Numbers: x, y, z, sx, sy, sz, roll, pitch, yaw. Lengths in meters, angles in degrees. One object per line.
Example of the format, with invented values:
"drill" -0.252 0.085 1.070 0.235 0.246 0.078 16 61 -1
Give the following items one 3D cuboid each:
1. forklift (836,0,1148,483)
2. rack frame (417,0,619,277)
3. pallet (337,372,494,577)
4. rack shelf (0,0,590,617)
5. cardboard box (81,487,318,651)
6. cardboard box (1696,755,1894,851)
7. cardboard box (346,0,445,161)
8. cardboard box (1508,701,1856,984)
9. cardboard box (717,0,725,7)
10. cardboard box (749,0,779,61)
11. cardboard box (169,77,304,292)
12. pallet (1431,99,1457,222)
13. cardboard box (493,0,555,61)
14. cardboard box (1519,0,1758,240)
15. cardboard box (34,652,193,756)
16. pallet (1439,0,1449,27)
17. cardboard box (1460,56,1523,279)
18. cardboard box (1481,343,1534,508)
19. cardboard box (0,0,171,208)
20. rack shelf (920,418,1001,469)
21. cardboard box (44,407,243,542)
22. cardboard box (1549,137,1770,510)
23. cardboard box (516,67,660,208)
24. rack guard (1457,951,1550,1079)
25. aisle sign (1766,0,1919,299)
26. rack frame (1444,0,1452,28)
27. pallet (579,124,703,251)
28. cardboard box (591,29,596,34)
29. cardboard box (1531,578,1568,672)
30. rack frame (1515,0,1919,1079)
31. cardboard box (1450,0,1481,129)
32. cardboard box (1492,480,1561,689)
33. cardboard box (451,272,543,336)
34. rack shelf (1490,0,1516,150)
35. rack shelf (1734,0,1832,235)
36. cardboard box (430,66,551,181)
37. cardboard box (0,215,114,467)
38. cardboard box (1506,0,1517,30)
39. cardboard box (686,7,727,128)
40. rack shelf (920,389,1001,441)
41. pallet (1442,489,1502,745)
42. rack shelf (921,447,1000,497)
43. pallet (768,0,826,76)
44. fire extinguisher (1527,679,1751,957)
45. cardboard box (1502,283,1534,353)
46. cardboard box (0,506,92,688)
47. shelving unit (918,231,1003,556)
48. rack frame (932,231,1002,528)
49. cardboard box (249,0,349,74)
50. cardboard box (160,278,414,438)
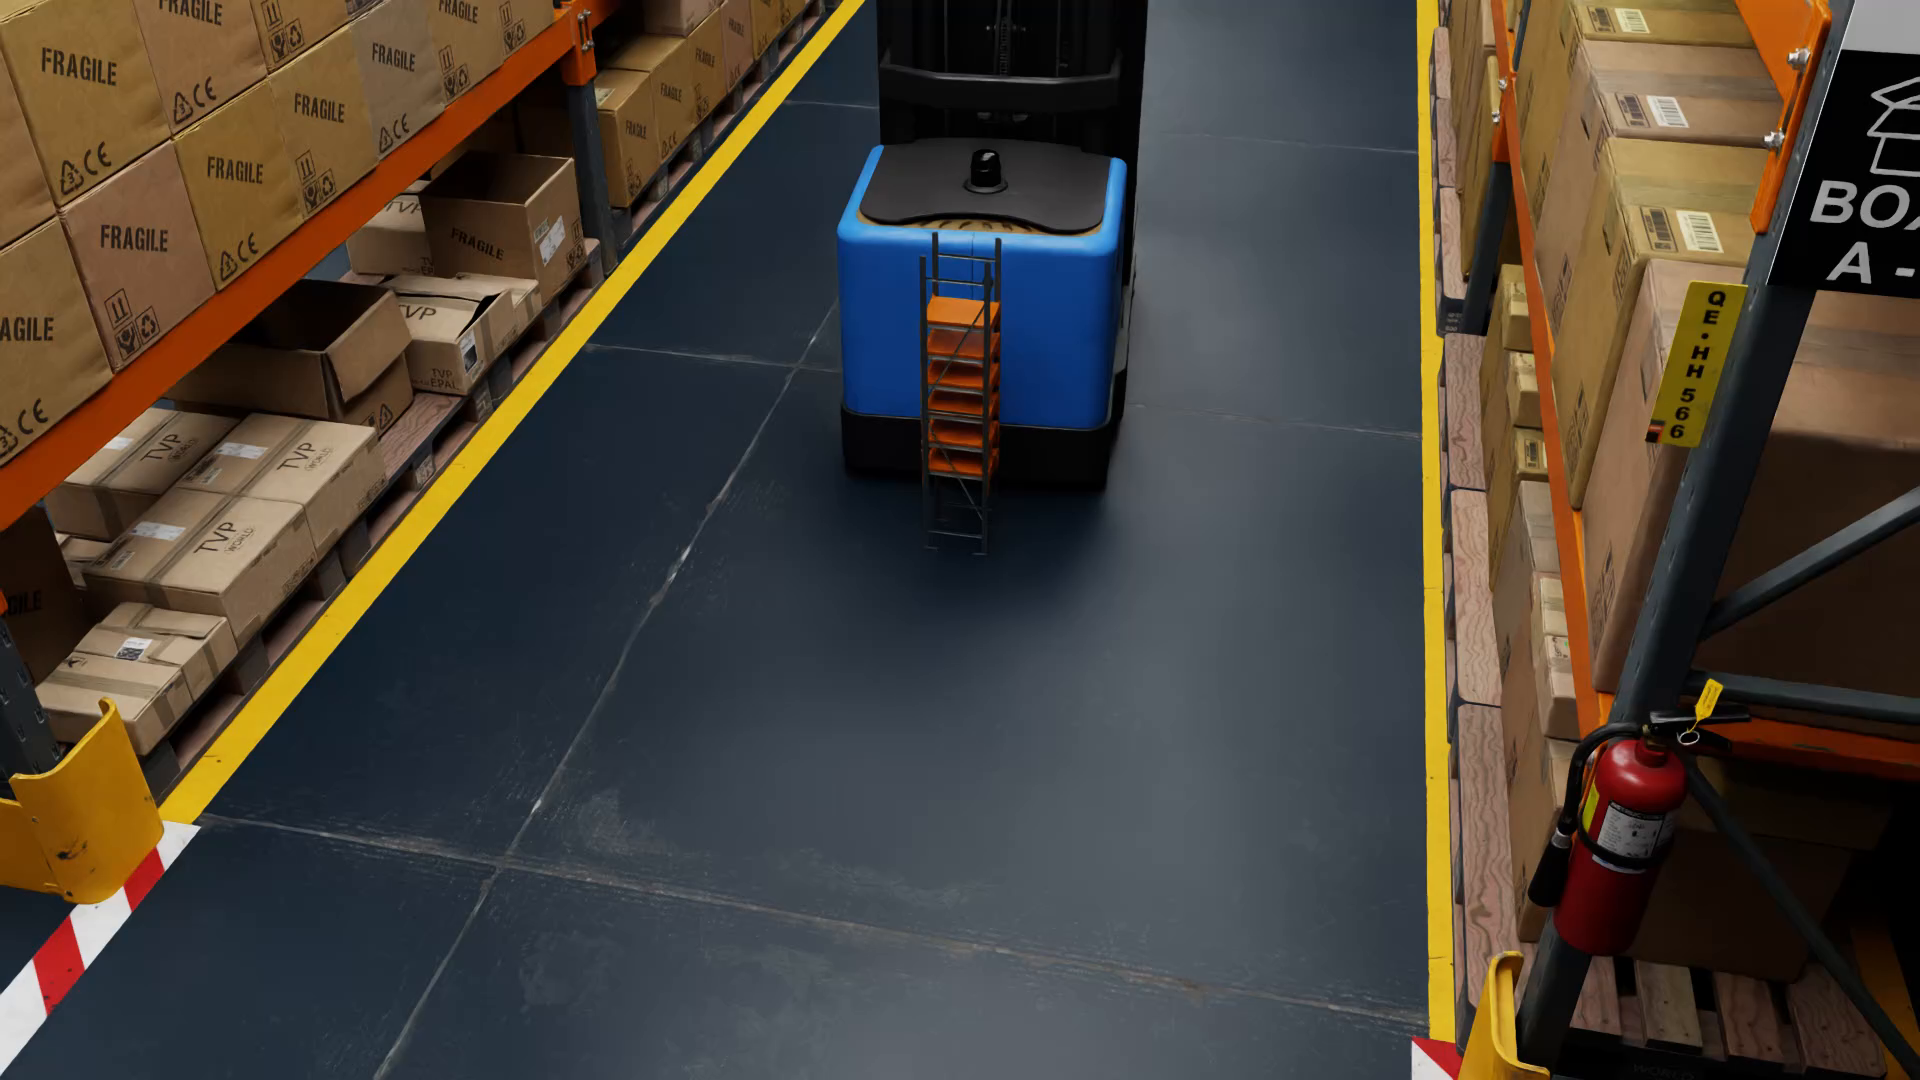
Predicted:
"forklift" 0.240 -2.262 6.873 1.130 2.935 3.031 4 36 6
"rack frame" -2.163 -2.576 7.248 1.000 3.000 0.127 7 37 10
"pallet" -2.569 -0.352 6.556 1.003 0.211 1.213 7 37 10
"rack shelf" -2.590 -1.138 5.878 1.077 0.370 4.000 7 37 10
"cardboard box" -2.517 0.089 5.539 0.500 0.250 0.500 7 37 10
"cardboard box" 2.044 0.598 4.088 0.380 0.149 0.250 8 37 10
"cardboard box" -2.235 -1.707 5.965 0.500 0.500 0.500 8 37 11
"cardboard box" 1.875 0.764 4.412 0.700 0.500 0.500 7 37 10
"cardboard box" -1.501 -3.154 9.161 0.500 0.250 0.500 7 36 9
"cardboard box" -1.390 -3.173 9.827 0.500 0.500 0.500 6 36 8
"cardboard box" -2.450 -1.129 5.166 0.500 0.500 0.500 7 37 10
"pallet" 3.027 -1.982 8.804 1.003 0.211 1.213 7 37 10
"cardboard box" -2.019 -2.298 6.779 0.500 0.500 0.500 8 37 11
"cardboard box" 2.384 -1.352 5.304 0.980 0.700 0.700 6 36 9
"cardboard box" -2.592 0.496 5.064 0.380 0.149 0.250 7 37 10
"pallet" 3.700 -3.569 10.995 1.003 0.211 1.213 7 37 10
"cardboard box" 2.689 -1.646 7.439 0.750 0.750 0.750 8 37 11
"cardboard box" 2.307 -0.412 6.034 0.700 0.500 0.500 7 37 9
"cardboard box" -2.560 -1.250 4.482 0.500 0.500 0.500 8 37 10
"rack shelf" 0.003 -0.361 6.006 0.258 0.103 0.180 7 37 10
"cardboard box" -2.909 -0.231 5.981 0.500 0.250 0.500 7 37 10
"cardboard box" 2.067 -0.498 4.125 0.980 0.700 0.700 7 37 10
"cardboard box" -1.821 -1.989 8.193 0.500 0.500 0.500 6 36 8
"rack guard" 1.818 1.362 3.945 1.175 0.500 0.348 7 37 10
"aisle sign" 1.515 -0.713 2.463 0.394 0.787 0.004 7 37 10
"rack frame" 3.532 -4.251 9.559 1.000 3.000 0.127 7 37 10
"pallet" -2.026 -1.918 8.717 1.003 0.211 1.213 7 37 10
"cardboard box" -2.116 -2.631 9.079 0.500 0.500 0.500 8 37 11
"cardboard box" 1.778 0.258 4.557 0.380 0.149 0.250 8 37 11
"rack frame" 1.820 0.335 3.231 0.949 2.616 0.053 7 37 10
"cardboard box" 3.053 -2.644 8.816 0.750 0.750 0.750 7 37 10
"cardboard box" 2.088 0.189 5.206 0.700 0.500 0.500 6 36 8
"cardboard box" -2.029 -1.015 7.149 0.380 0.149 0.250 7 37 10
"rack shelf" 3.105 -2.813 8.188 1.077 0.370 4.000 7 37 10
"rack shelf" 2.250 -1.734 4.144 1.077 0.370 4.000 7 37 10
"cardboard box" -2.337 -2.061 8.293 0.500 0.500 0.500 7 37 10
"cardboard box" -2.665 -0.545 4.360 0.500 0.500 0.500 8 37 11
"cardboard box" 2.504 -2.241 6.983 0.380 0.149 0.250 8 37 11
"cardboard box" -1.604 -2.582 9.011 0.500 0.500 0.500 8 37 11
"rack shelf" 0.003 -0.458 5.935 0.258 0.103 0.180 7 37 10
"pallet" 2.180 0.299 5.657 1.003 0.211 1.213 7 37 10
"rack shelf" 0.003 -0.264 6.076 0.258 0.103 0.180 7 37 10
"pallet" -1.505 -3.317 10.647 1.003 0.211 1.213 7 37 10
"fire extinguisher" 1.340 0.547 3.323 0.296 0.674 0.183 7 37 10
"cardboard box" 2.166 -0.789 6.001 0.380 0.149 0.250 8 37 12
"cardboard box" -3.142 0.208 5.162 0.500 0.500 0.500 7 37 10
"shelving unit" 0.003 -0.494 5.909 0.258 1.200 0.189 7 37 10
"rack frame" 0.023 -0.547 5.982 0.240 1.200 0.006 7 37 10
"cardboard box" -2.341 -1.828 5.279 0.500 0.500 0.500 7 37 10
"cardboard box" -2.559 -0.666 6.365 0.797 0.503 0.637 7 37 10
